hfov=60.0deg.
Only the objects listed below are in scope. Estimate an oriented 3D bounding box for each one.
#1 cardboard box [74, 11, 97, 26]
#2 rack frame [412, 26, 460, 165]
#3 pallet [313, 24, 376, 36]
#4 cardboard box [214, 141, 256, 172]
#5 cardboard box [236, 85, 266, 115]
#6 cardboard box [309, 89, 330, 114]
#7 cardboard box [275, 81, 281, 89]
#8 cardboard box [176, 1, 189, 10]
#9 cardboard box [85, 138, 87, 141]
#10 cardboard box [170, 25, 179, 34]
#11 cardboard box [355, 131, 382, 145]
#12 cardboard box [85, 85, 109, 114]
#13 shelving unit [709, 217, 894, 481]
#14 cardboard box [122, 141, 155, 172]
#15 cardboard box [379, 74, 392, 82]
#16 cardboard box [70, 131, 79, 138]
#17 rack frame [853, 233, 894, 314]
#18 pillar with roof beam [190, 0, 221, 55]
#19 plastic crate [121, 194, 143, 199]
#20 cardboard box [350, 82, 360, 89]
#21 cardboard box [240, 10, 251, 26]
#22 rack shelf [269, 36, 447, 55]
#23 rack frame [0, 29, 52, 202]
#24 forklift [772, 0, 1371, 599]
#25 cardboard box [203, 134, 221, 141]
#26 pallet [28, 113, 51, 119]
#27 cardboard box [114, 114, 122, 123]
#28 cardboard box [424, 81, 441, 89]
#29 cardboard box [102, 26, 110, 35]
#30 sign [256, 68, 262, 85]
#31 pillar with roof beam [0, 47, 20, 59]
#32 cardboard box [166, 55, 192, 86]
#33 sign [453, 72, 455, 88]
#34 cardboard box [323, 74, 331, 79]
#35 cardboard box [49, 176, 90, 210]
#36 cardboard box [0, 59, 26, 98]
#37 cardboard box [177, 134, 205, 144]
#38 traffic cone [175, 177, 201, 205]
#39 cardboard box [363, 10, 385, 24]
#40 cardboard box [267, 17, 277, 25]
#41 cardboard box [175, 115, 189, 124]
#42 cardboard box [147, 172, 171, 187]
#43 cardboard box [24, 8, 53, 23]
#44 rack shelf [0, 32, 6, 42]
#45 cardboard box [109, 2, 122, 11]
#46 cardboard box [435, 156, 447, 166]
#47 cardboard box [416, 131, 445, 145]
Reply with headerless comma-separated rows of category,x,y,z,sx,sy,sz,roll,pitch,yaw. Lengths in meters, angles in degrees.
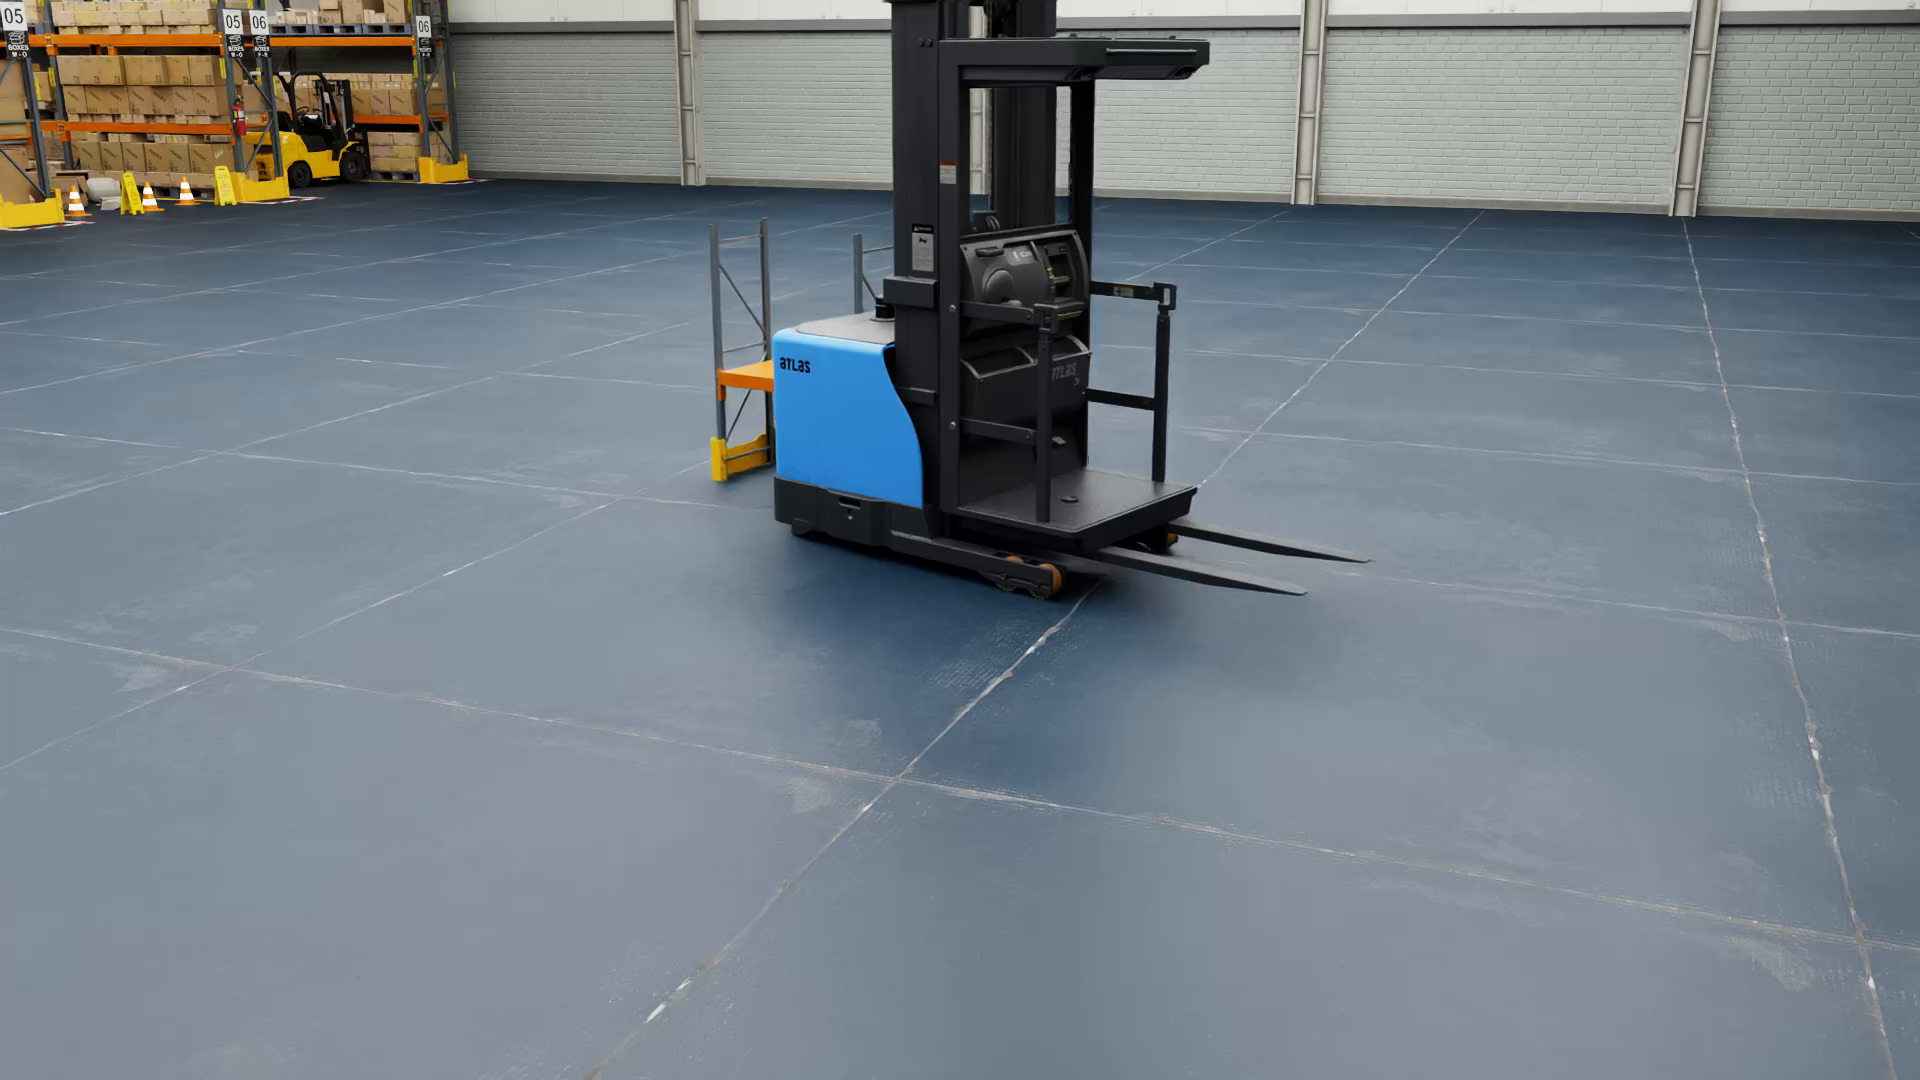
cardboard box,-15.264,-9.223,29.419,0.500,0.250,0.500,6,17,20
rack frame,-10.517,-8.757,33.457,0.127,3.000,1.000,6,17,21
pallet,-12.304,-10.358,33.752,1.213,0.211,1.003,6,17,21
cardboard box,-13.006,-6.867,29.781,0.500,0.500,0.500,6,17,19
cardboard box,-12.674,-7.780,29.381,0.500,0.500,0.500,6,17,20
cardboard box,-12.959,-9.001,34.117,0.500,0.500,0.500,6,17,20
cardboard box,-14.038,-9.425,34.415,0.250,0.149,0.380,6,17,20
cardboard box,-13.228,-9.188,28.581,0.250,0.149,0.380,6,17,20
cardboard box,-18.893,-8.618,36.709,0.500,0.500,0.500,6,17,20
cardboard box,-13.459,-8.849,28.846,0.250,0.149,0.380,6,17,21
cardboard box,-12.010,-8.184,33.870,0.500,0.250,0.500,7,17,21
cardboard box,-15.273,-7.907,29.816,0.500,0.500,0.500,6,17,20
shelving unit,-0.871,-1.070,9.669,1.083,1.500,0.587,10,19,31
cardboard box,-14.622,-6.884,29.840,0.500,0.500,0.500,7,18,24
cardboard box,-11.422,-9.278,33.377,0.250,0.149,0.380,7,17,22
cardboard box,-19.467,-8.995,36.845,0.250,0.149,0.380,6,17,20
rack frame,-0.434,-0.993,9.403,0.032,1.500,0.500,10,19,31
pillar with roof beam,-17.995,-11.440,31.940,0.400,9.000,9.100,6,17,21
plastic crate,-14.896,-6.103,29.552,0.583,0.080,0.402,0,16,1
cardboard box,-12.145,-9.204,33.655,0.250,0.149,0.380,6,17,21
cardboard box,-12.705,-9.101,28.998,0.500,0.250,0.500,6,17,20
rack shelf,-12.378,-10.057,33.844,4.000,0.370,1.077,6,17,21
rack frame,-14.057,-6.175,24.564,0.127,3.000,1.000,6,17,21
forklift,0.485,-1.299,7.890,3.031,2.935,1.130,13,20,37
cardboard box,-16.147,-8.436,35.857,0.625,0.625,0.875,6,17,18
pallet,-17.920,-8.004,31.206,1.213,0.211,1.003,6,17,21
cardboard box,-14.892,-7.557,29.775,0.250,0.149,0.380,6,17,20
cardboard box,-10.738,-9.218,33.704,0.250,0.149,0.380,6,17,19
cardboard box,-14.899,-8.999,29.360,0.250,0.149,0.380,6,17,19
sign,-14.428,-9.542,34.228,0.005,0.325,0.100,6,17,21
pillar with roof beam,-23.577,-12.054,34.054,0.400,9.000,9.100,6,17,21
cardboard box,-13.358,-8.190,28.997,0.500,0.500,0.700,6,17,21
sign,-10.308,-9.354,33.819,0.005,0.325,0.100,6,17,21
cardboard box,-12.823,-9.448,33.961,0.250,0.149,0.380,6,17,20
cardboard box,-14.898,-5.793,27.727,0.637,0.503,0.797,-5,17,-18
cardboard box,-14.388,-6.814,24.558,0.550,0.550,0.875,6,17,21
cardboard box,-13.542,-7.056,29.270,0.250,0.149,0.380,7,18,22
traffic cone,-13.208,-5.960,28.375,0.334,0.463,0.336,6,17,21
cardboard box,-11.635,-10.415,33.096,0.258,0.266,0.396,6,17,21
cardboard box,-13.932,-10.611,33.982,0.250,0.149,0.380,7,17,22
cardboard box,-13.519,-7.379,29.161,0.250,0.149,0.380,7,17,22
cardboard box,-14.153,-6.470,29.760,0.500,0.250,0.500,6,17,19
cardboard box,-16.652,-9.471,30.052,0.500,0.250,0.500,6,17,20
rack shelf,-15.918,-7.475,24.951,4.000,0.370,1.077,6,17,21
cardboard box,-14.651,-9.345,29.124,0.250,0.149,0.380,6,17,20
cardboard box,-10.902,-7.739,34.130,0.500,0.250,0.500,6,17,21
cardboard box,-10.895,-8.217,33.981,0.500,0.250,0.500,6,17,20
